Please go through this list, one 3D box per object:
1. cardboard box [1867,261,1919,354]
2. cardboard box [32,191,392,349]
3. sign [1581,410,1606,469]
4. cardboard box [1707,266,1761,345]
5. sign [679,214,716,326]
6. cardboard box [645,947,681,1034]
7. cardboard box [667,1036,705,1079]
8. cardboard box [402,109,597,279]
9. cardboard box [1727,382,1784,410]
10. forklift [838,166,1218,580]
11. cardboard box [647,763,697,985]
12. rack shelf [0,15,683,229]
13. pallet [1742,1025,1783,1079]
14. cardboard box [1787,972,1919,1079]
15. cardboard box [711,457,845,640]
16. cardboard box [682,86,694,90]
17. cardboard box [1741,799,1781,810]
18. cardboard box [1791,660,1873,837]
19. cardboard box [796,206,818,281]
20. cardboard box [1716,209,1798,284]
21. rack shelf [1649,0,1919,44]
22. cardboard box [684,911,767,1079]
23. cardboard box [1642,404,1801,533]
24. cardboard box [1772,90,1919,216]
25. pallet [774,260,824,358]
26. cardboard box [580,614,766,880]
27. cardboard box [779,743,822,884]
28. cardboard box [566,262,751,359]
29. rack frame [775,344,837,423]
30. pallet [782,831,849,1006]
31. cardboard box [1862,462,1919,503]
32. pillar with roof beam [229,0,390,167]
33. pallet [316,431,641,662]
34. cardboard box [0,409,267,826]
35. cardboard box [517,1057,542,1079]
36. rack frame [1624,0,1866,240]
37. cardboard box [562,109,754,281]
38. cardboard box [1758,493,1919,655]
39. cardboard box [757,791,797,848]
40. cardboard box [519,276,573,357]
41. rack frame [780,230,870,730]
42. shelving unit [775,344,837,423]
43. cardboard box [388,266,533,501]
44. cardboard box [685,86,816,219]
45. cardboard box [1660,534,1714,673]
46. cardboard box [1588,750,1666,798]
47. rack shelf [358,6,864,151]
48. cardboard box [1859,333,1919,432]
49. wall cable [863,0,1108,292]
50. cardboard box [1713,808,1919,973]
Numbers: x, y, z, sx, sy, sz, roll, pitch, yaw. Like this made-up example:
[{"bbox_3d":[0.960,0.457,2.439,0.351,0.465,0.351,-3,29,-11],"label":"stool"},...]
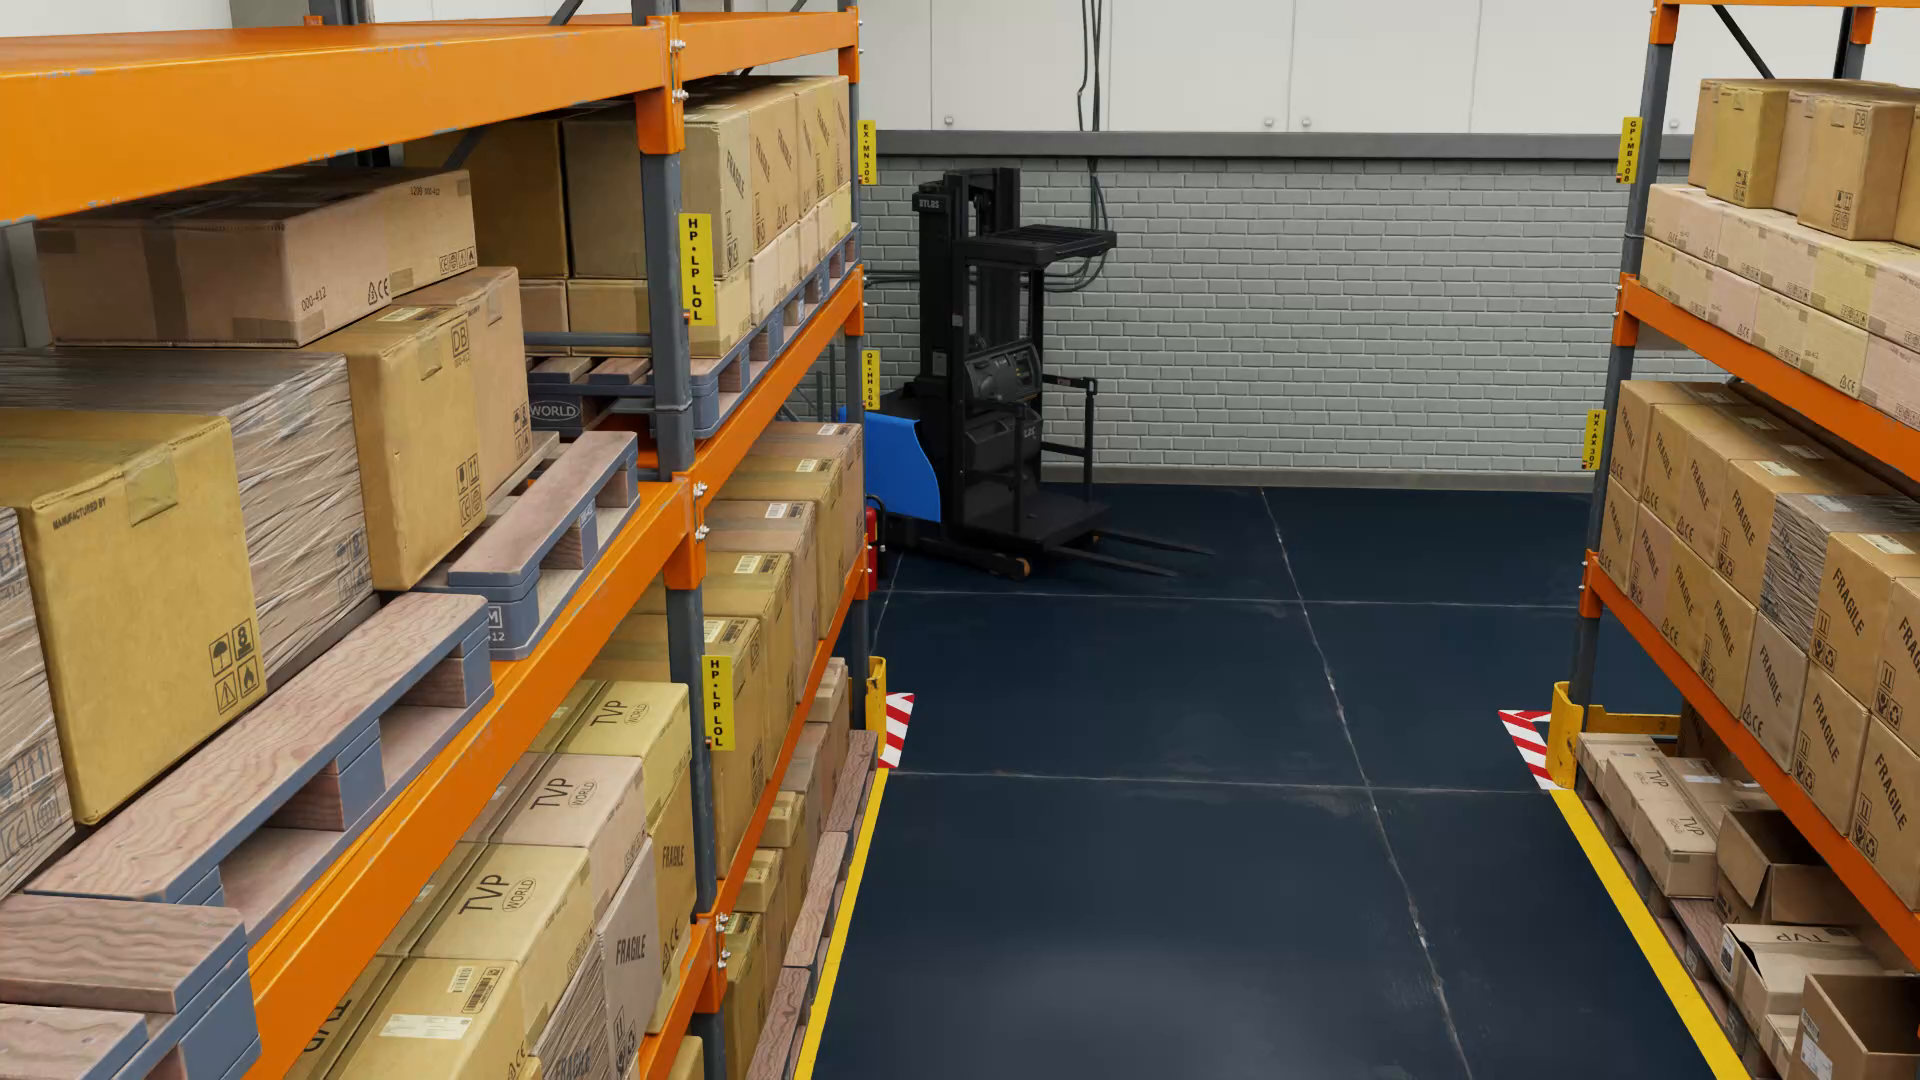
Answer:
[{"bbox_3d":[3.431,-0.771,5.581,0.500,0.250,0.500,1,18,4],"label":"cardboard box"},{"bbox_3d":[-1.532,-0.573,3.466,0.500,0.250,0.500,1,18,2],"label":"cardboard box"},{"bbox_3d":[3.374,-0.533,8.843,0.100,0.325,0.005,1,18,4],"label":"sign"},{"bbox_3d":[3.541,-1.000,7.080,0.500,0.250,0.500,1,18,4],"label":"cardboard box"},{"bbox_3d":[-0.771,-0.788,4.859,0.100,0.325,0.005,1,18,4],"label":"sign"},{"bbox_3d":[-1.049,1.323,4.939,0.380,0.149,0.250,2,18,5],"label":"cardboard box"},{"bbox_3d":[-1.230,2.050,5.128,0.750,0.750,0.750,1,18,5],"label":"cardboard box"},{"bbox_3d":[-1.496,-1.157,5.520,0.500,0.500,0.500,1,18,3],"label":"cardboard box"},{"bbox_3d":[4.157,-0.488,8.329,0.500,0.500,0.500,1,18,3],"label":"cardboard box"},{"bbox_3d":[0.506,-1.280,12.622,3.031,2.935,1.130,13,22,34],"label":"forklift"},{"bbox_3d":[-1.095,0.974,4.963,0.500,0.500,0.500,1,18,3],"label":"cardboard box"},{"bbox_3d":[-1.456,-0.675,2.828,1.077,0.370,4.000,1,18,4],"label":"rack shelf"},{"bbox_3d":[3.678,2.245,6.234,1.003,0.211,1.213,1,18,4],"label":"pallet"},{"bbox_3d":[3.386,1.928,6.029,0.500,0.500,0.500,1,18,4],"label":"cardboard box"},{"bbox_3d":[-1.094,0.023,8.053,0.980,0.700,0.700,1,18,3],"label":"cardboard box"},{"bbox_3d":[-1.400,-1.635,6.979,0.500,0.500,0.500,1,18,4],"label":"cardboard box"},{"bbox_3d":[4.024,1.457,7.870,0.500,0.250,0.500,1,18,4],"label":"cardboard box"},{"bbox_3d":[3.444,0.764,6.114,0.500,0.500,0.500,2,18,5],"label":"cardboard box"},{"bbox_3d":[-0.883,-1.264,7.051,0.500,0.250,0.500,1,18,2],"label":"cardboard box"},{"bbox_3d":[3.546,-1.237,7.002,0.500,0.250,0.500,1,18,4],"label":"cardboard box"},{"bbox_3d":[3.771,-1.996,6.223,1.077,0.370,4.000,1,18,4],"label":"rack shelf"},{"bbox_3d":[-1.157,1.782,6.509,0.700,0.500,0.500,2,18,5],"label":"cardboard box"},{"bbox_3d":[3.590,-0.338,7.871,0.500,0.500,0.500,1,18,4],"label":"cardboard box"},{"bbox_3d":[3.845,-1.587,6.865,0.700,0.500,0.500,1,18,4],"label":"cardboard box"},{"bbox_3d":[-1.154,-0.992,6.958,1.003,0.211,1.213,1,18,4],"label":"pallet"},{"bbox_3d":[-1.258,0.713,5.949,0.980,0.700,0.700,2,18,5],"label":"cardboard box"},{"bbox_3d":[-1.048,1.300,7.977,0.700,0.500,0.500,1,18,2],"label":"cardboard box"},{"bbox_3d":[-1.001,-0.787,5.595,0.500,0.250,0.500,1,18,4],"label":"cardboard box"},{"bbox_3d":[-1.262,-0.869,13.667,0.500,1.500,0.032,0,18,1],"label":"rack frame"},{"bbox_3d":[-1.096,1.734,7.792,1.003,0.211,1.213,1,18,4],"label":"pallet"},{"bbox_3d":[4.052,-0.010,6.871,0.500,0.500,0.500,2,18,6],"label":"cardboard box"},{"bbox_3d":[2.168,-1.968,4.978,9.100,9.000,0.400,1,18,4],"label":"pillar with roof beam"},{"bbox_3d":[-1.330,-0.025,4.174,0.805,0.209,1.217,1,18,2],"label":"pallet"},{"bbox_3d":[-1.584,0.094,2.634,0.700,0.500,0.500,2,18,7],"label":"cardboard box"},{"bbox_3d":[-1.197,1.444,3.530,0.500,0.500,0.500,2,18,5],"label":"cardboard box"},{"bbox_3d":[3.915,-2.961,8.006,1.000,3.000,0.127,1,18,4],"label":"rack frame"},{"bbox_3d":[-0.982,-1.150,5.498,0.500,0.500,0.500,1,18,3],"label":"cardboard box"},{"bbox_3d":[3.476,0.131,6.438,0.500,0.500,0.500,1,18,4],"label":"cardboard box"},{"bbox_3d":[-0.913,1.209,7.215,0.380,0.149,0.250,1,18,2],"label":"cardboard box"},{"bbox_3d":[-1.498,-0.796,5.623,0.500,0.250,0.500,1,18,4],"label":"cardboard box"},{"bbox_3d":[-1.026,-0.219,9.275,1.000,3.000,0.127,1,18,4],"label":"rack frame"},{"bbox_3d":[-1.272,-0.711,13.184,0.538,1.500,1.048,0,18,1],"label":"shelving unit"},{"bbox_3d":[-1.486,-0.388,4.105,0.700,0.500,0.500,0,18,1],"label":"cardboard box"},{"bbox_3d":[-0.882,-1.626,6.952,0.500,0.500,0.500,0,18,1],"label":"cardboard box"},{"bbox_3d":[3.549,0.291,7.557,0.500,0.500,0.500,1,18,4],"label":"cardboard box"},{"bbox_3d":[3.524,1.228,8.703,0.380,0.166,0.250,1,18,4],"label":"cardboard box"},{"bbox_3d":[-1.170,-1.917,6.619,1.077,0.370,4.000,1,18,4],"label":"rack shelf"},{"bbox_3d":[3.444,-0.534,5.658,0.500,0.250,0.500,1,18,4],"label":"cardboard box"},{"bbox_3d":[-0.264,-3.343,14.160,3.097,2.526,0.112,1,18,4],"label":"wall cable"},{"bbox_3d":[3.758,1.526,7.251,0.797,0.503,0.637,1,18,4],"label":"cardboard box"}]
